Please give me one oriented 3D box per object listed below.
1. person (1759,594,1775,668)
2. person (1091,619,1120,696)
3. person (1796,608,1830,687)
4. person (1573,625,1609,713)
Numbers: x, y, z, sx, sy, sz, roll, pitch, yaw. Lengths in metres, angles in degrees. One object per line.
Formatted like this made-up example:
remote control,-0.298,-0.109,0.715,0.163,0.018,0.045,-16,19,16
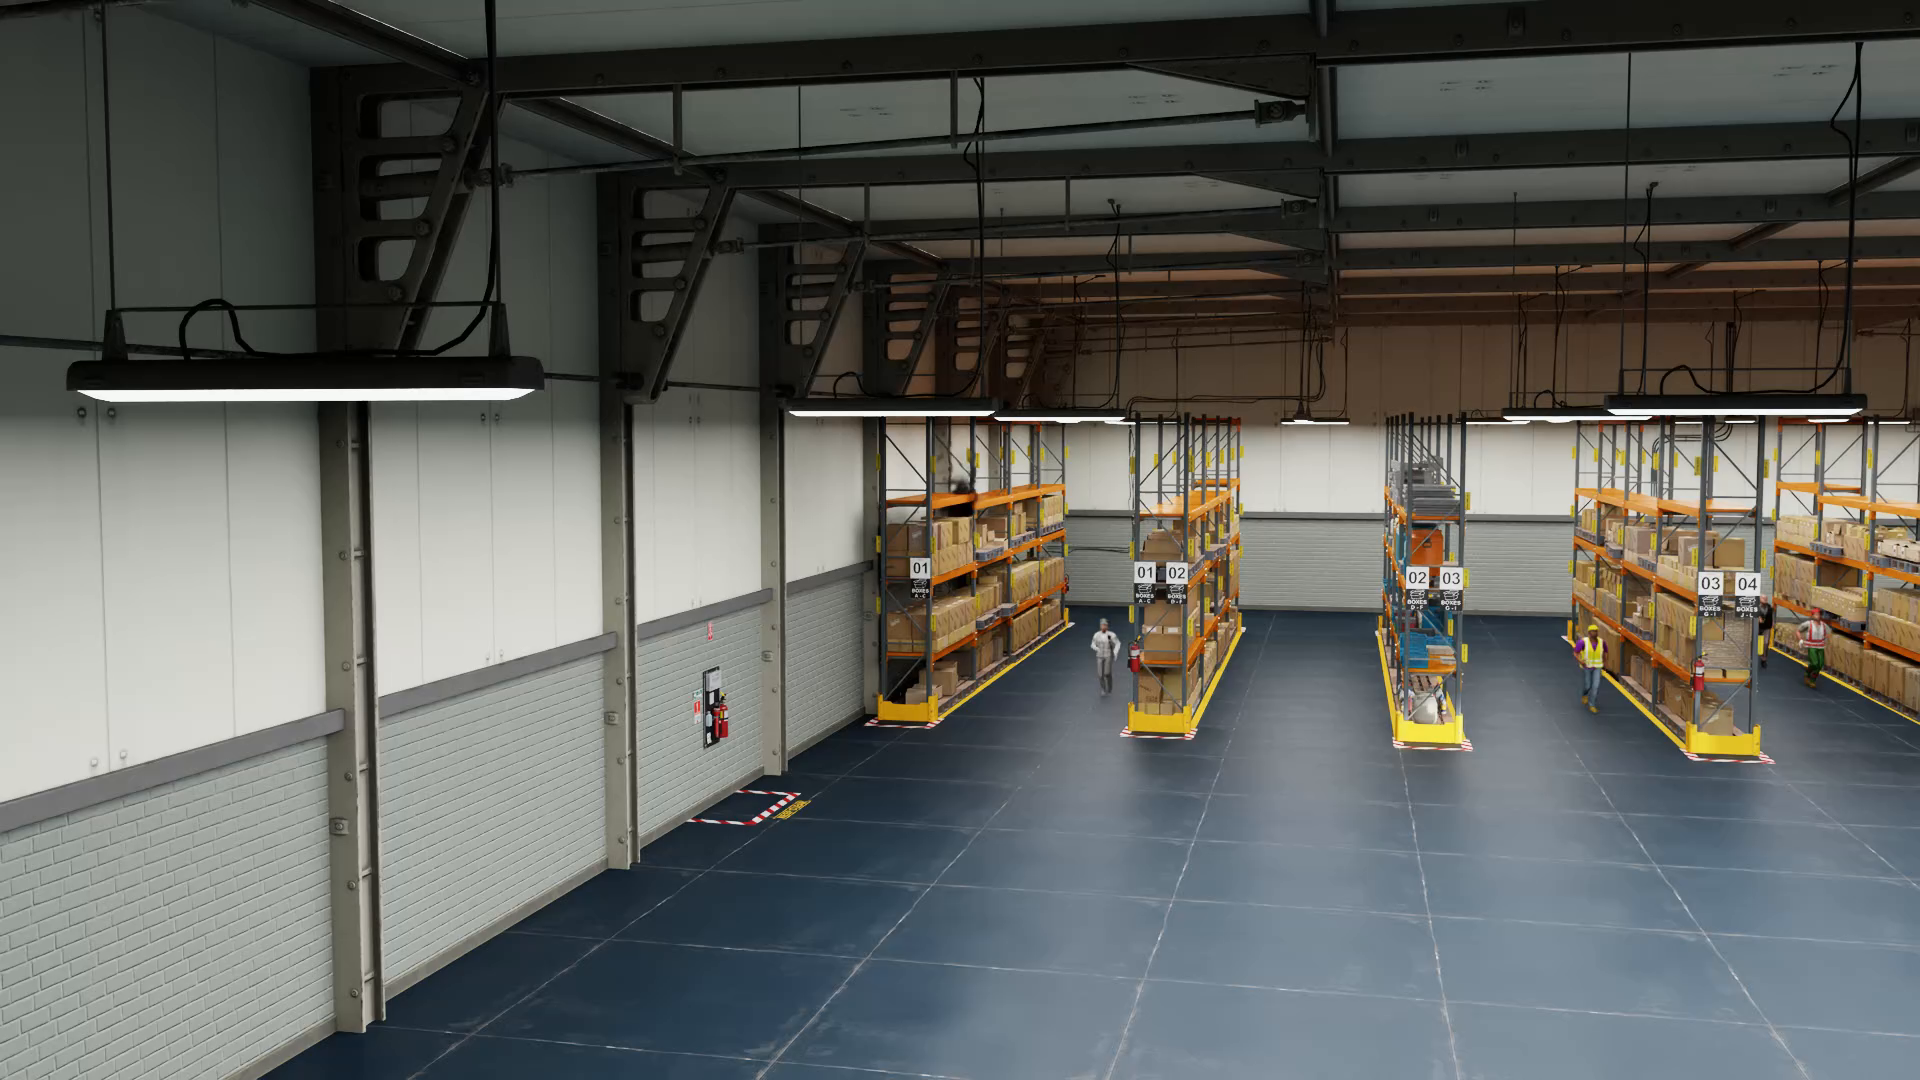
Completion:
person,19.278,2.158,40.018,0.679,1.729,1.017,1,4,8
person,3.071,2.498,35.344,0.597,1.660,0.569,1,4,15
person,18.745,2.372,36.411,0.643,1.743,0.615,0,4,3
person,12.786,2.581,33.682,0.705,1.747,0.797,1,4,10
